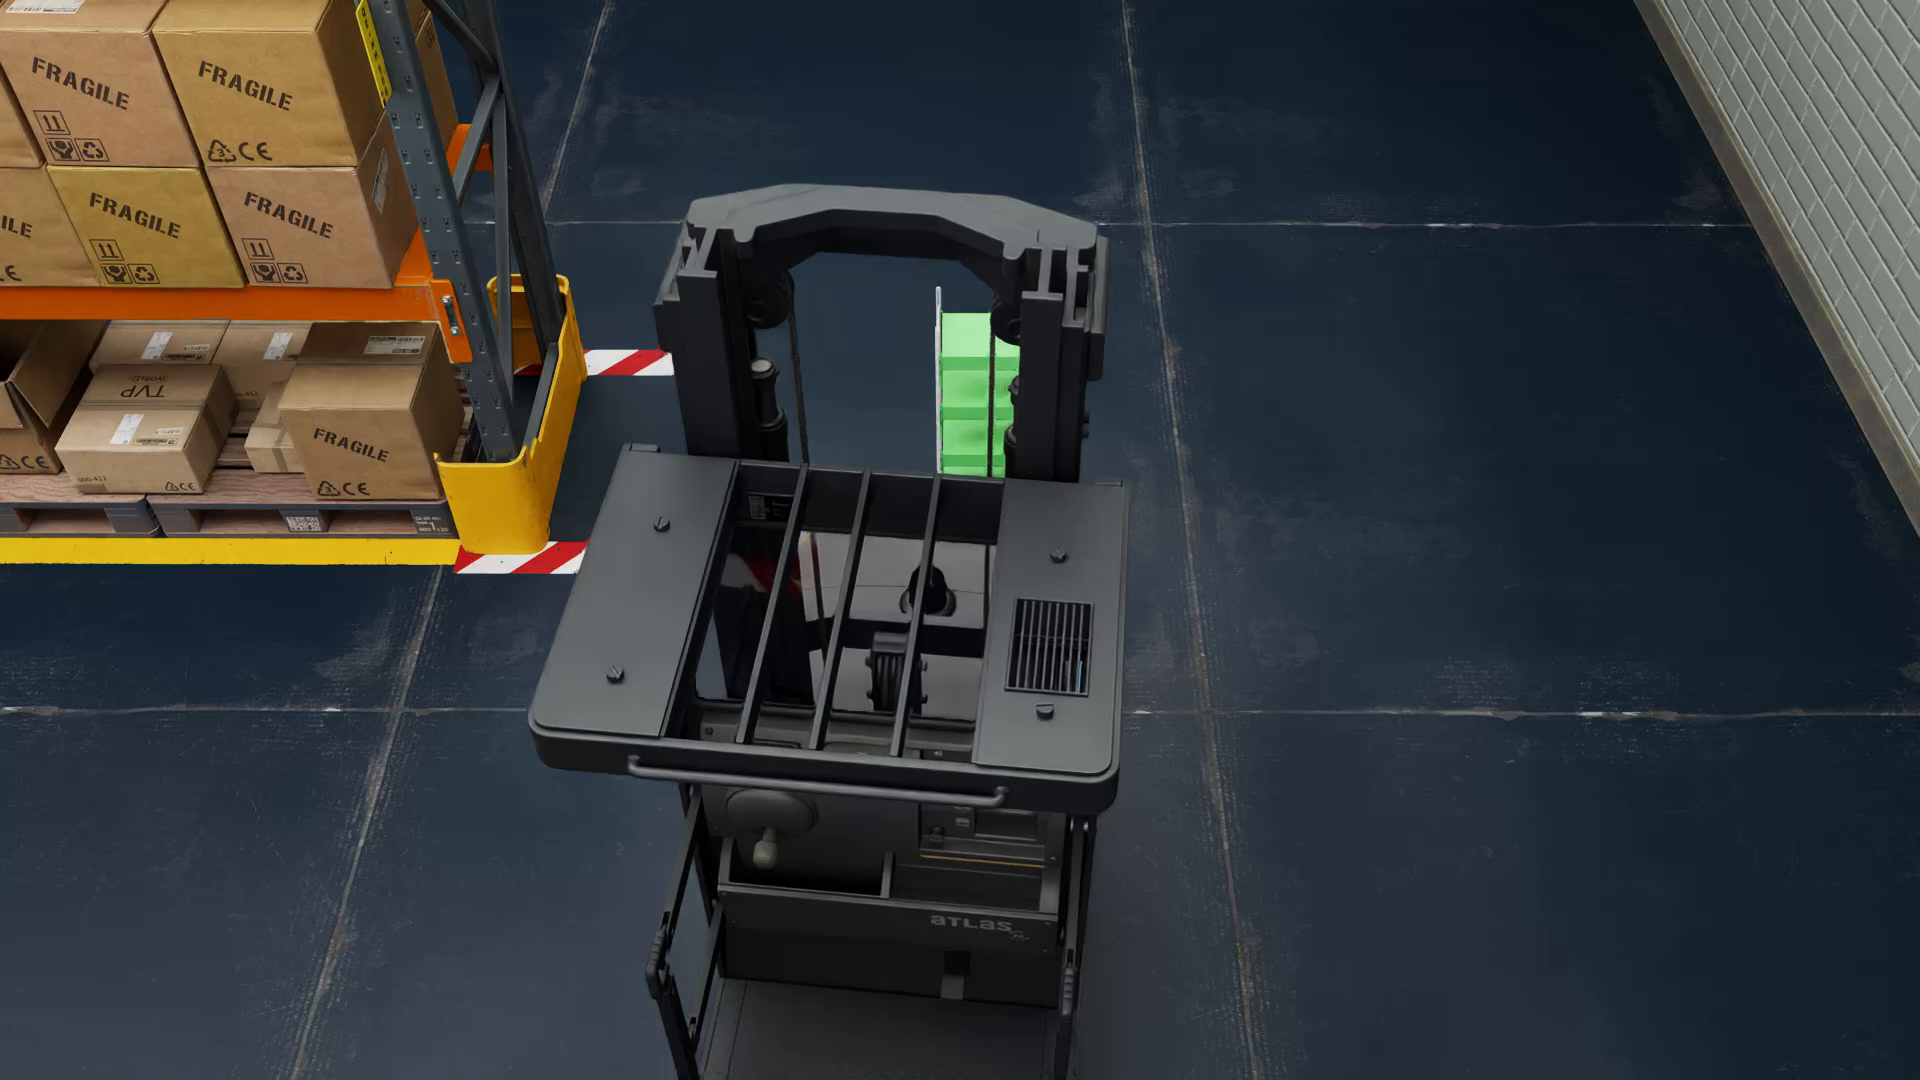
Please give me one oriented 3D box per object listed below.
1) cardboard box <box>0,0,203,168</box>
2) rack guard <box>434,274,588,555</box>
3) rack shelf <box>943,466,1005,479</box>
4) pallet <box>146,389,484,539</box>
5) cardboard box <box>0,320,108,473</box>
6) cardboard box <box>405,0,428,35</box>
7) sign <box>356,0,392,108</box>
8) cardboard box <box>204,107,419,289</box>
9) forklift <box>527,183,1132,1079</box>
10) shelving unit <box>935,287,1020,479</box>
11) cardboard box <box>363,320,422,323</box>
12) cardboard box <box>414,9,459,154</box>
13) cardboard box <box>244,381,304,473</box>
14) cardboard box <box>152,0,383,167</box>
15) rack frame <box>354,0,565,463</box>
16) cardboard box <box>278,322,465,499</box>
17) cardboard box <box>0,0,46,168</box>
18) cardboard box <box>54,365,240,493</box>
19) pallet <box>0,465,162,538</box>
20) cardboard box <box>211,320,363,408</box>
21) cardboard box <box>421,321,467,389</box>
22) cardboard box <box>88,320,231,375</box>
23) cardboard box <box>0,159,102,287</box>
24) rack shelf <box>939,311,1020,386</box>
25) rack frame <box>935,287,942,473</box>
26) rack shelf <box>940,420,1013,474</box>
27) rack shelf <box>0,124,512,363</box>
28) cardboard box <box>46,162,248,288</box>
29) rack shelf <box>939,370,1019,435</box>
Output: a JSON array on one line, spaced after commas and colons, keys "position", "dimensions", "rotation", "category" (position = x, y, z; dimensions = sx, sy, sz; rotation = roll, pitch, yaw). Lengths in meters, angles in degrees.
[{"position": [-2.717, -1.567, 5.408], "dimensions": [0.500, 0.500, 0.500], "rotation": [1, 47, 1], "category": "cardboard box"}, {"position": [-1.842, -0.540, 6.911], "dimensions": [0.348, 0.500, 1.175], "rotation": [0, 47, 0], "category": "rack guard"}, {"position": [0.166, -0.201, 6.533], "dimensions": [0.480, 0.148, 0.258], "rotation": [0, 47, 0], "category": "rack shelf"}, {"position": [-2.639, -0.443, 7.018], "dimensions": [1.213, 0.211, 1.003], "rotation": [0, 47, 0], "category": "pallet"}, {"position": [-3.887, -0.700, 6.758], "dimensions": [0.637, 0.503, 0.797], "rotation": [0, 47, 0], "category": "cardboard box"}, {"position": [-2.209, -1.960, 5.774], "dimensions": [0.500, 0.500, 0.500], "rotation": [1, 47, 1], "category": "cardboard box"}, {"position": [-1.788, -1.487, 5.078], "dimensions": [0.005, 0.325, 0.100], "rotation": [0, 47, 0], "category": "sign"}, {"position": [-2.215, -1.227, 5.775], "dimensions": [0.500, 0.500, 0.500], "rotation": [1, 47, 1], "category": "cardboard box"}, {"position": [-0.211, 0.755, 4.044], "dimensions": [1.130, 2.935, 3.031], "rotation": [4, 47, 4], "category": "forklift"}, {"position": [0.166, -0.408, 6.310], "dimensions": [0.503, 1.200, 0.258], "rotation": [0, 47, 0], "category": "shelving unit"}, {"position": [-2.433, -0.829, 7.108], "dimensions": [0.250, 0.166, 0.380], "rotation": [0, 47, 0], "category": "cardboard box"}, {"position": [-2.209, -1.620, 6.140], "dimensions": [0.500, 0.500, 0.500], "rotation": [1, 47, 1], "category": "cardboard box"}, {"position": [-2.715, -0.464, 6.768], "dimensions": [0.250, 0.166, 0.380], "rotation": [0, 47, 0], "category": "cardboard box"}, {"position": [-2.212, -1.566, 5.407], "dimensions": [0.500, 0.500, 0.500], "rotation": [0, 47, 0], "category": "cardboard box"}, {"position": [-1.766, -1.391, 5.996], "dimensions": [0.127, 3.000, 1.000], "rotation": [0, 47, 0], "category": "rack frame"}, {"position": [-2.311, -0.511, 6.583], "dimensions": [0.500, 0.500, 0.500], "rotation": [0, 47, 0], "category": "cardboard box"}, {"position": [-3.236, -1.565, 5.406], "dimensions": [0.500, 0.500, 0.500], "rotation": [1, 47, 1], "category": "cardboard box"}, {"position": [-3.261, -0.450, 6.698], "dimensions": [0.500, 0.250, 0.500], "rotation": [0, 47, 0], "category": "cardboard box"}, {"position": [-3.856, -0.448, 7.023], "dimensions": [1.213, 0.211, 1.003], "rotation": [0, 47, 0], "category": "pallet"}, {"position": [-2.809, -0.815, 7.037], "dimensions": [0.500, 0.250, 0.500], "rotation": [0, 47, 0], "category": "cardboard box"}, {"position": [-2.183, -0.823, 7.114], "dimensions": [0.250, 0.149, 0.380], "rotation": [0, 47, 0], "category": "cardboard box"}, {"position": [-3.309, -0.816, 7.039], "dimensions": [0.500, 0.250, 0.500], "rotation": [0, 47, 0], "category": "cardboard box"}, {"position": [-3.233, -1.232, 5.779], "dimensions": [0.500, 0.500, 0.500], "rotation": [0, 47, 0], "category": "cardboard box"}, {"position": [0.166, -0.692, 6.006], "dimensions": [0.480, 0.148, 0.258], "rotation": [0, 47, 0], "category": "rack shelf"}, {"position": [-0.078, -0.409, 6.311], "dimensions": [0.015, 1.200, 0.240], "rotation": [0, 47, 0], "category": "rack frame"}, {"position": [0.166, -0.365, 6.357], "dimensions": [0.480, 0.148, 0.258], "rotation": [0, 47, 0], "category": "rack shelf"}, {"position": [-3.766, -1.152, 6.264], "dimensions": [4.000, 0.370, 1.077], "rotation": [0, 47, 0], "category": "rack shelf"}, {"position": [-2.734, -1.226, 5.774], "dimensions": [0.500, 0.500, 0.500], "rotation": [1, 47, 0], "category": "cardboard box"}, {"position": [0.166, -0.528, 6.181], "dimensions": [0.480, 0.148, 0.258], "rotation": [0, 47, 0], "category": "rack shelf"}]
